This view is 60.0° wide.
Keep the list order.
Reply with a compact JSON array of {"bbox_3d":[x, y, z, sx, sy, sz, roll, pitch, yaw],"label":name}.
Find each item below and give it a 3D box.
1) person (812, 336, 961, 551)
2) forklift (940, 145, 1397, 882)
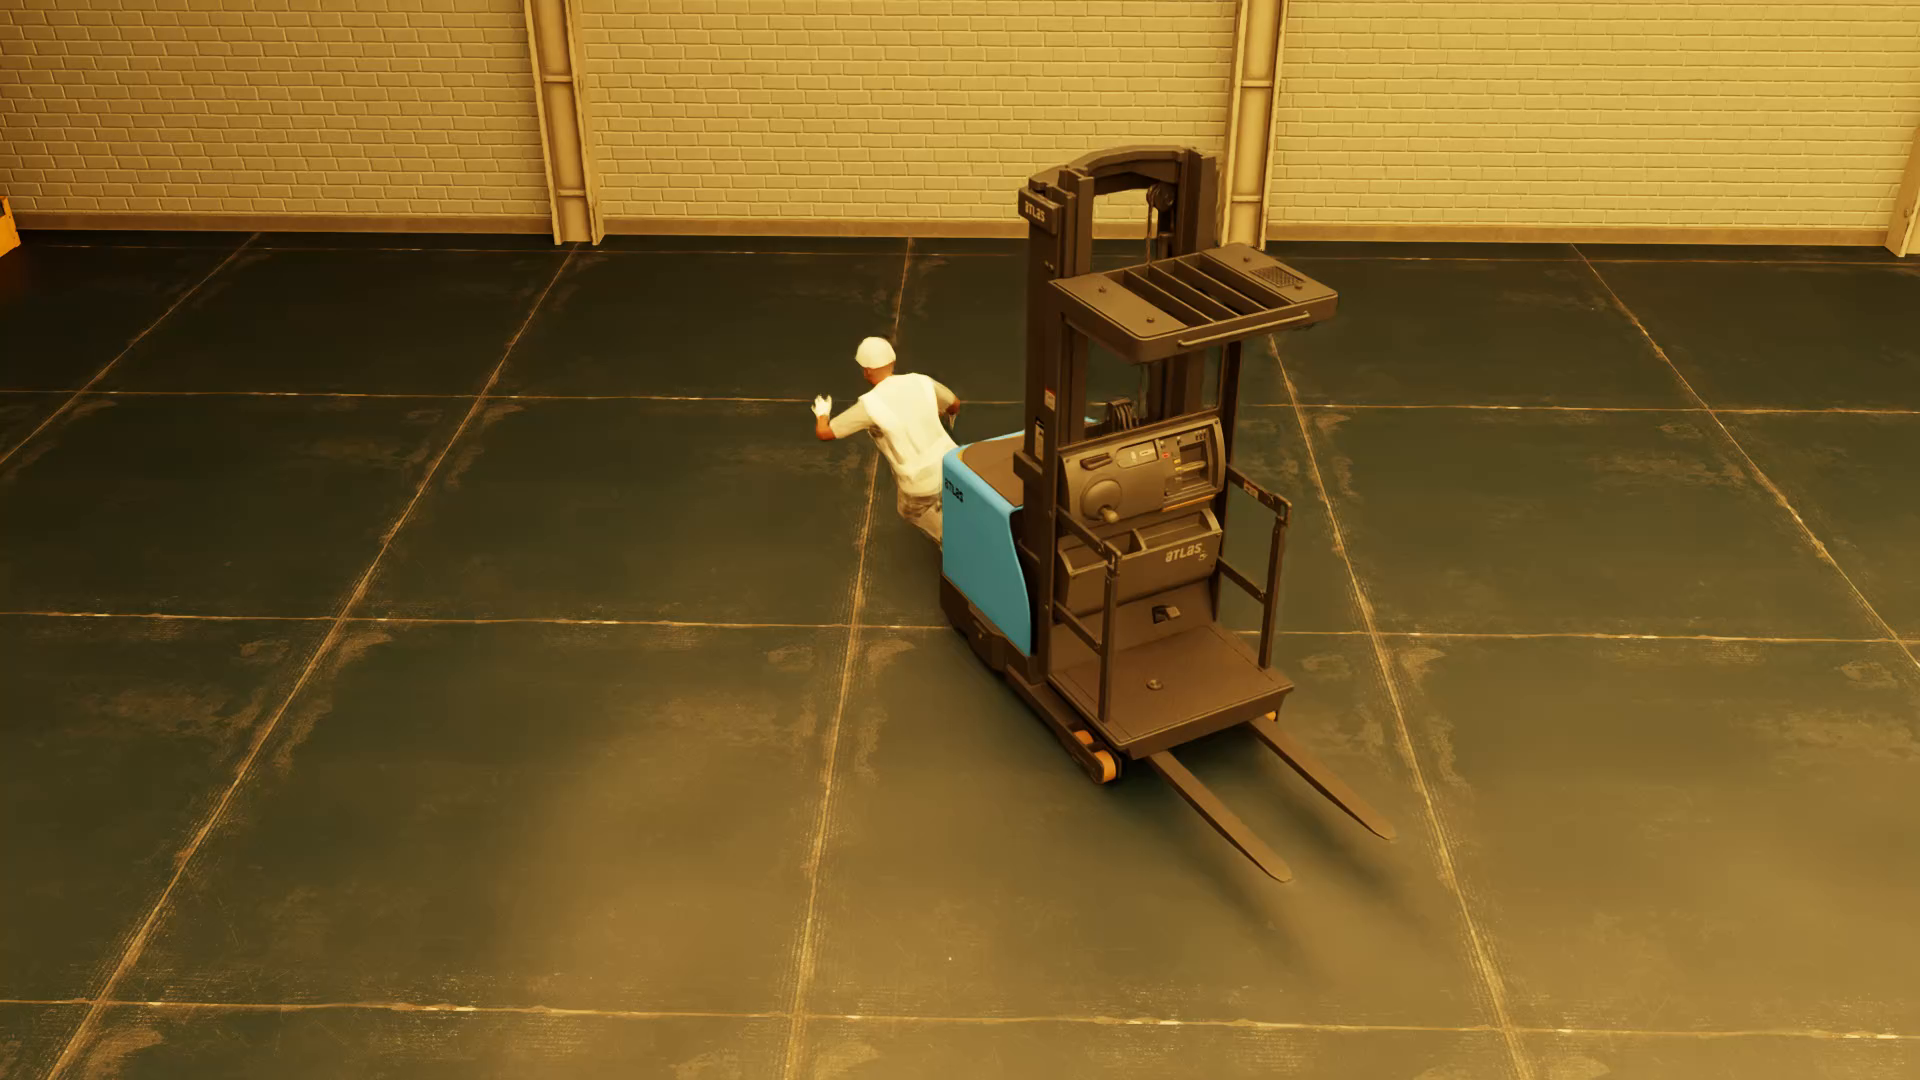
[{"bbox_3d":[-0.368,-0.521,9.895,0.925,1.535,1.009,19,36,29],"label":"person"},{"bbox_3d":[1.024,-0.294,8.113,1.130,2.935,3.031,-15,34,-24],"label":"forklift"}]
